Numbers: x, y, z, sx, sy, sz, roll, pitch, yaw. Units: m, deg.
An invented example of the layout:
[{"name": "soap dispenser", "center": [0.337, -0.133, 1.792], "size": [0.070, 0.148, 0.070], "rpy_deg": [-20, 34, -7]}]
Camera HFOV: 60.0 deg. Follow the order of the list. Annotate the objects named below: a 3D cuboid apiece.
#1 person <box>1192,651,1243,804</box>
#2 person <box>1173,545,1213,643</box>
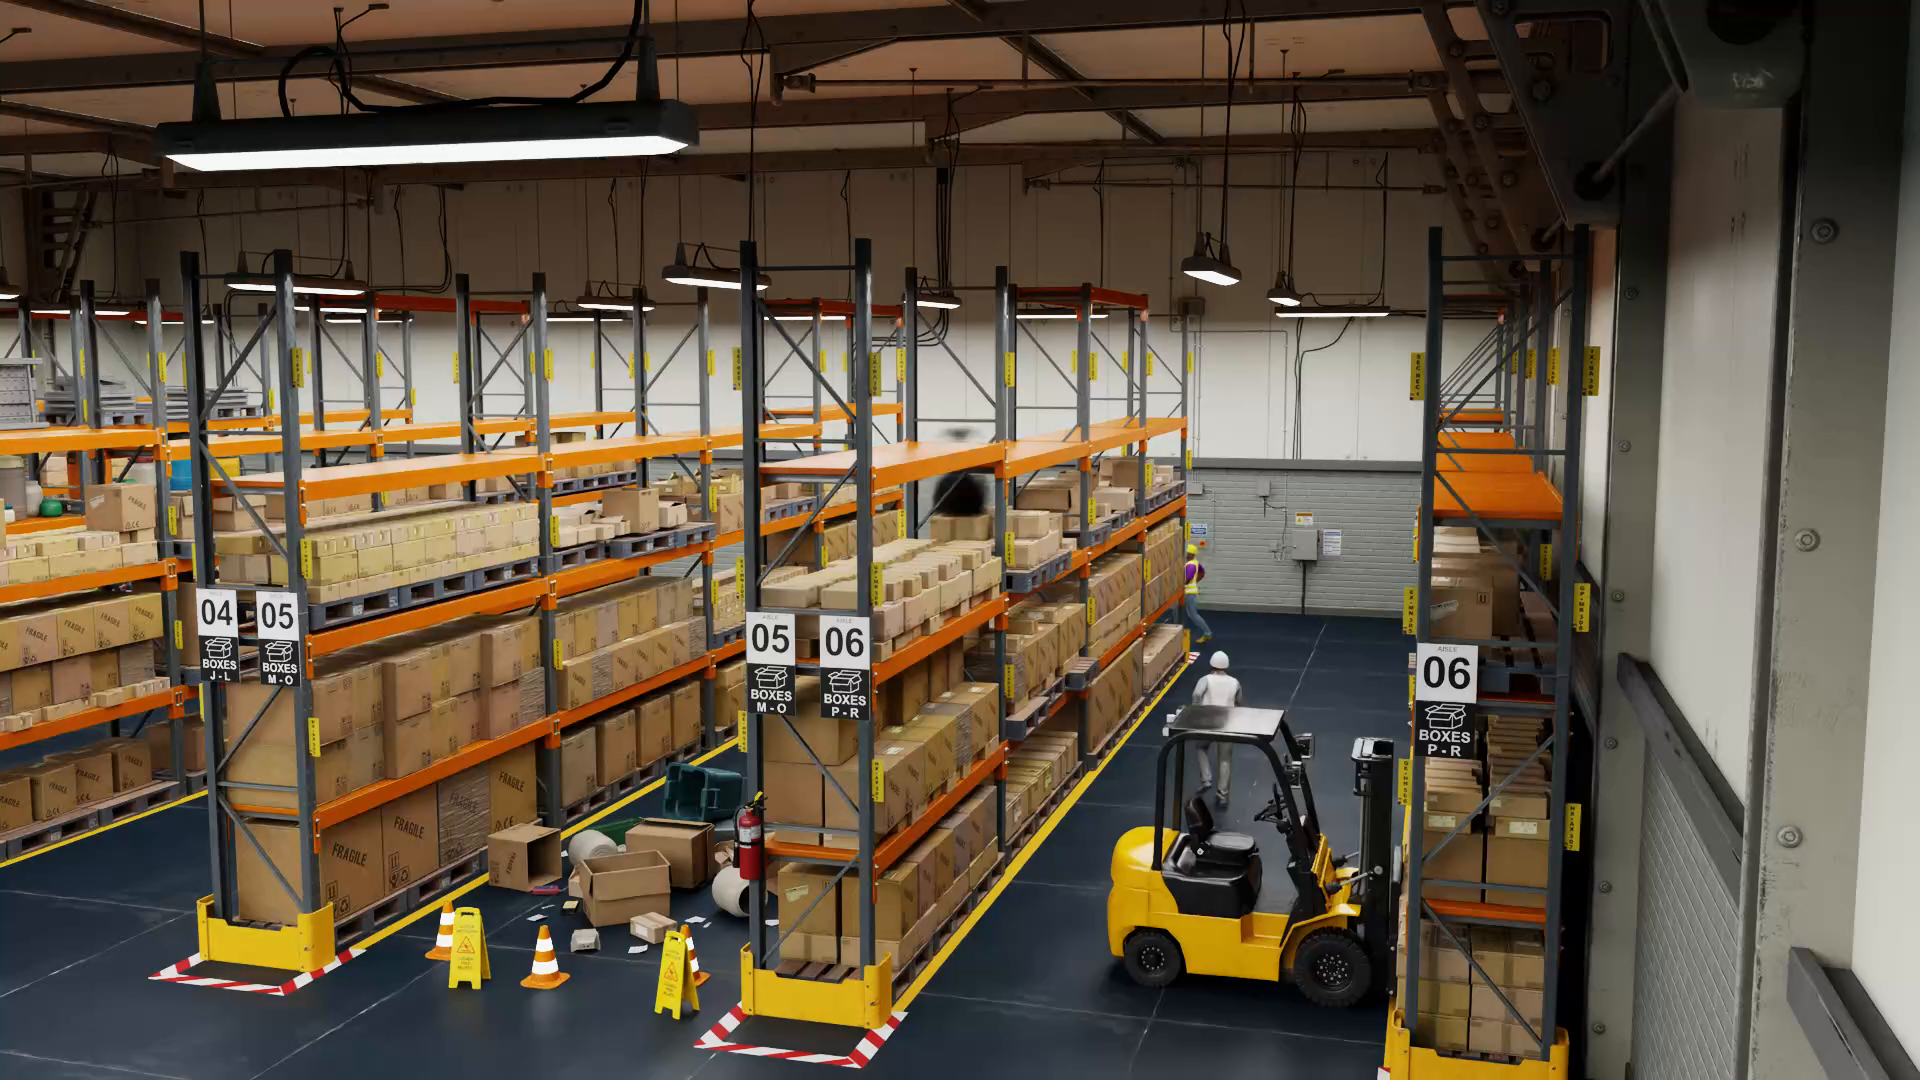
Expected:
[{"name": "person", "center": [2.983, 2.157, 19.375], "size": [0.644, 1.691, 0.937], "rpy_deg": [0, 6, 2]}, {"name": "person", "center": [4.060, 0.982, 29.450], "size": [0.840, 1.816, 0.699], "rpy_deg": [1, 6, 8]}]
